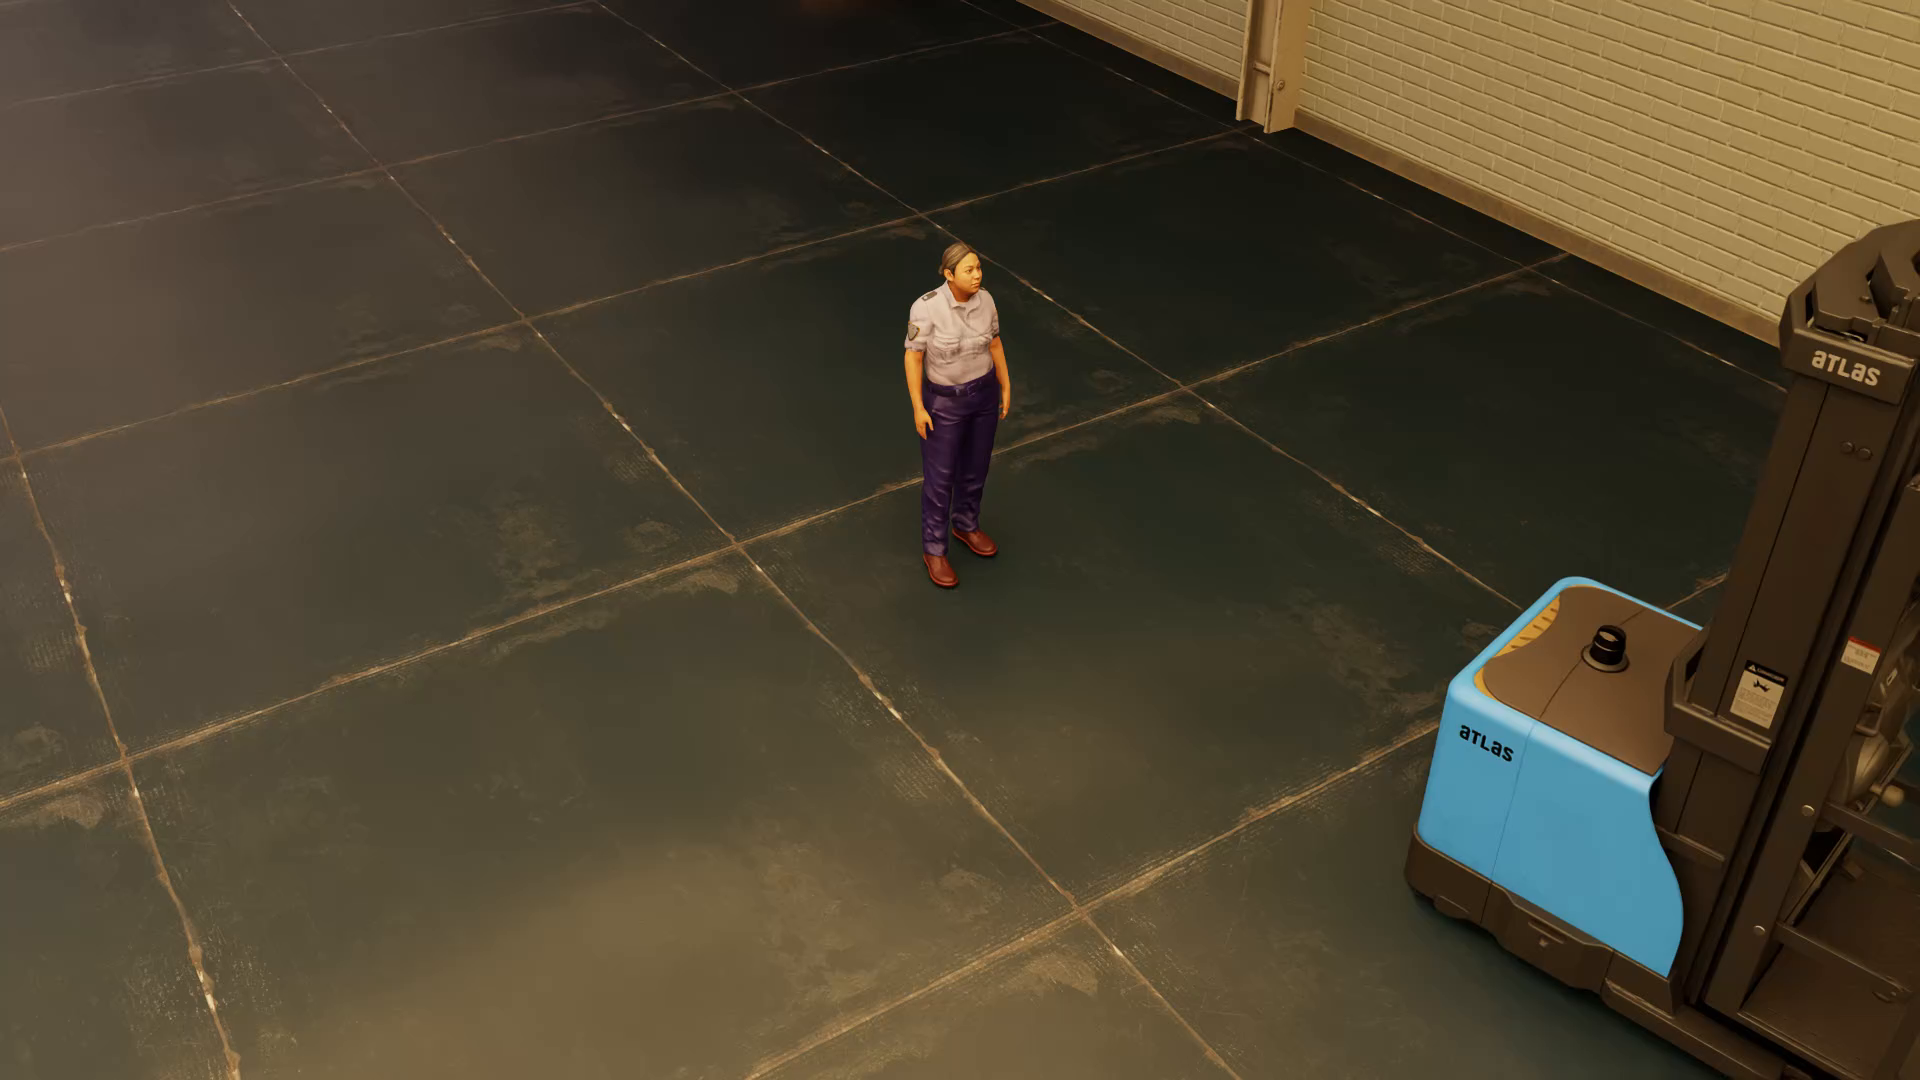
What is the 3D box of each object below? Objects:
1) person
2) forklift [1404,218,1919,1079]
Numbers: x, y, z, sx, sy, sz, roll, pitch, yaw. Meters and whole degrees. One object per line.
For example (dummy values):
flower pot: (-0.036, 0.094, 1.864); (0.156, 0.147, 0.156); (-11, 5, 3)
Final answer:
person: (0.030, -0.629, 8.147); (0.598, 1.651, 0.502); (-21, 40, -27)
forklift: (3.201, 0.581, 5.320); (3.031, 2.935, 1.130); (28, 44, 34)
